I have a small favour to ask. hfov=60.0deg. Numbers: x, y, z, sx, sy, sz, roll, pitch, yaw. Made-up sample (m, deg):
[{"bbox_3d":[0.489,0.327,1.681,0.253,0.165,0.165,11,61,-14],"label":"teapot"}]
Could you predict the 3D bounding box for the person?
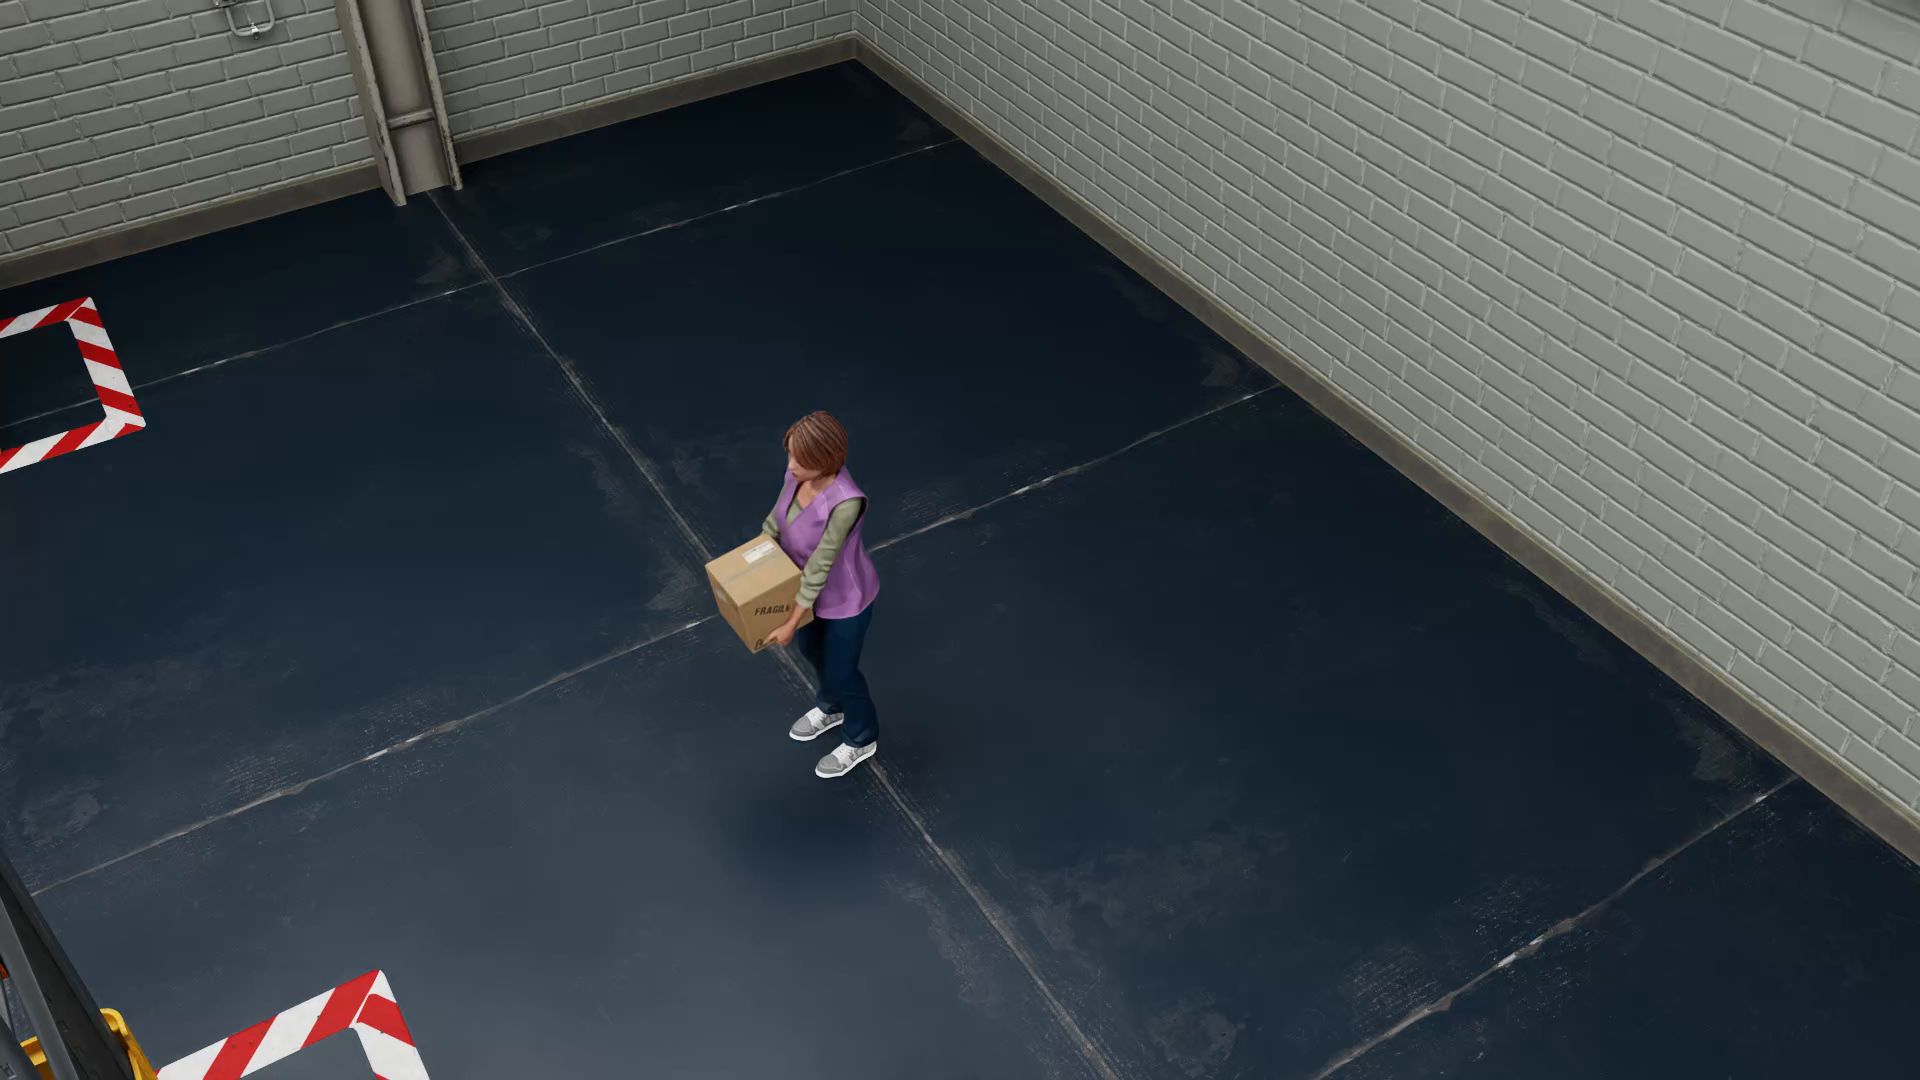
[{"bbox_3d":[-0.534,0.222,5.917,0.504,1.599,0.375,-23,46,-24],"label":"person"}]
